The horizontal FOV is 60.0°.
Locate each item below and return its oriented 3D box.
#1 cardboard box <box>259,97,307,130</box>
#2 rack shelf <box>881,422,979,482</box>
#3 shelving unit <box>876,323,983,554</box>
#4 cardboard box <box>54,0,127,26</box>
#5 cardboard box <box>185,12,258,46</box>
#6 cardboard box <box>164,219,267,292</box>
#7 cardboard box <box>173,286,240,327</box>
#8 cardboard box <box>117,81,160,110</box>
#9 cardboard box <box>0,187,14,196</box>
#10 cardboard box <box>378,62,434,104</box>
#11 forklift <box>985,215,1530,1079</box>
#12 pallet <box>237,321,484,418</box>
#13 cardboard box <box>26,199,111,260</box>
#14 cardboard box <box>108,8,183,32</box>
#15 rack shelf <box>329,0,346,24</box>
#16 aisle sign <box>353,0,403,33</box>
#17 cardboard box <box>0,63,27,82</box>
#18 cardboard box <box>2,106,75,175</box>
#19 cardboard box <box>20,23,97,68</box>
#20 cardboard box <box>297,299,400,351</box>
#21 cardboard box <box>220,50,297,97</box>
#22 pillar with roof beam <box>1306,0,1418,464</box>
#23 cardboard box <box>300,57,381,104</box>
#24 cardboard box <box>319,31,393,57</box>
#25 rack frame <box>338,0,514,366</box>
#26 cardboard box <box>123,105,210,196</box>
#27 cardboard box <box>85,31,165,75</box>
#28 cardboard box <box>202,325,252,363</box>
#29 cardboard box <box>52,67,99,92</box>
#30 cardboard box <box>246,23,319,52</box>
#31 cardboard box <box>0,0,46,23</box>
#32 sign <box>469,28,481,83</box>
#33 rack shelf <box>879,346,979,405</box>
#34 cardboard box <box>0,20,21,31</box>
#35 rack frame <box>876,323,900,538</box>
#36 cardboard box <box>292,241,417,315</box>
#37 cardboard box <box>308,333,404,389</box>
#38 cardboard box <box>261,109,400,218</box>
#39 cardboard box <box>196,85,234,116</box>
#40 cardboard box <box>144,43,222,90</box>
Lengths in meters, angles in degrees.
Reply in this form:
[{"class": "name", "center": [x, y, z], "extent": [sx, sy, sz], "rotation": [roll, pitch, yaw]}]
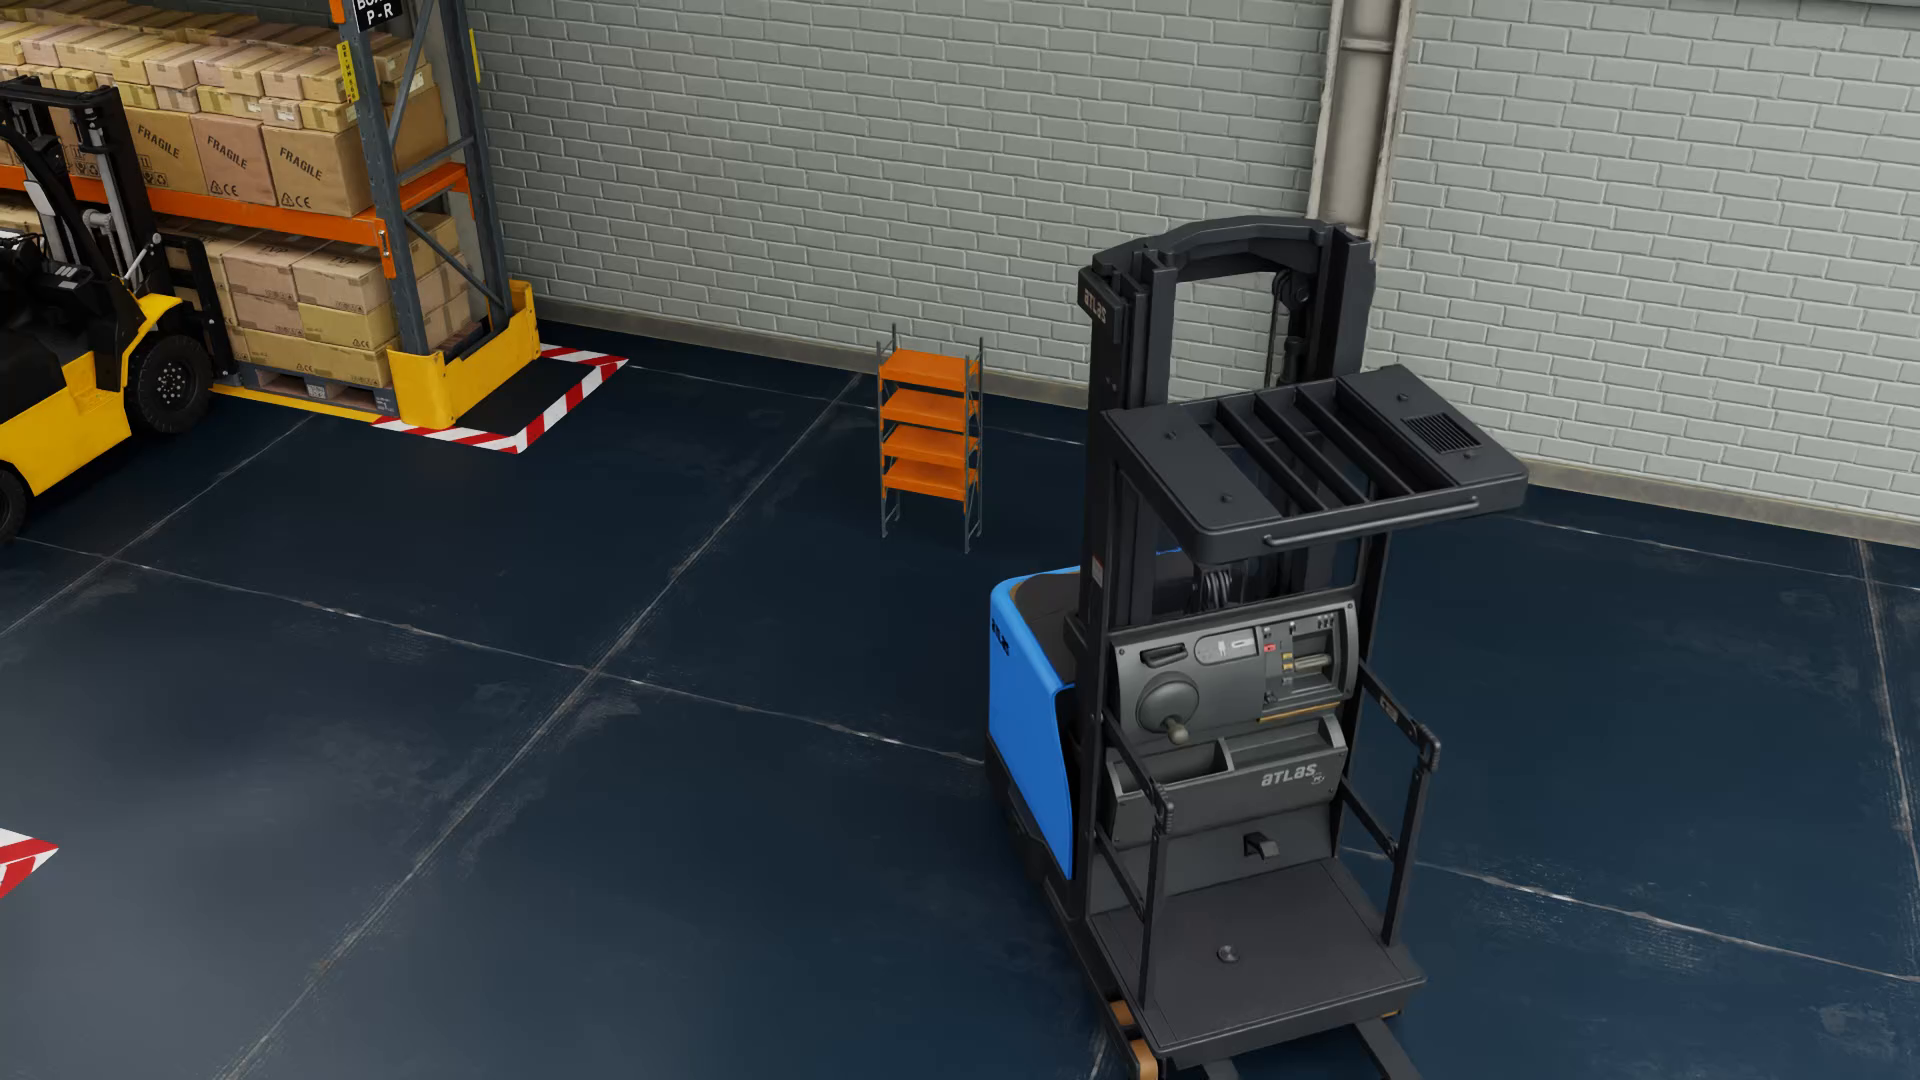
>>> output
[{"class": "cardboard box", "center": [-3.842, -2.531, 9.682], "extent": [0.250, 0.149, 0.380], "rotation": [12, 35, 17]}, {"class": "rack shelf", "center": [-0.156, -0.478, 8.976], "extent": [0.480, 0.148, 0.258], "rotation": [11, 34, 16]}, {"class": "shelving unit", "center": [-0.156, -0.534, 8.939], "extent": [0.503, 1.200, 0.258], "rotation": [11, 34, 16]}, {"class": "cardboard box", "center": [-5.563, -3.352, 10.679], "extent": [0.250, 0.149, 0.380], "rotation": [10, 34, 16]}, {"class": "cardboard box", "center": [-4.601, -3.167, 10.394], "extent": [0.250, 0.149, 0.380], "rotation": [10, 34, 15]}, {"class": "cardboard box", "center": [-4.670, -1.809, 10.480], "extent": [0.500, 0.250, 0.500], "rotation": [11, 35, 17]}, {"class": "cardboard box", "center": [-4.696, -1.606, 10.627], "extent": [0.500, 0.250, 0.500], "rotation": [10, 34, 15]}, {"class": "cardboard box", "center": [-4.807, -2.722, 9.978], "extent": [0.250, 0.149, 0.380], "rotation": [11, 35, 17]}, {"class": "cardboard box", "center": [-6.586, -2.189, 11.069], "extent": [0.500, 0.250, 0.500], "rotation": [10, 34, 16]}, {"class": "cardboard box", "center": [-3.402, -2.774, 10.058], "extent": [0.250, 0.149, 0.380], "rotation": [10, 34, 15]}, {"class": "forklift", "center": [1.052, 0.521, 5.709], "extent": [1.130, 2.935, 3.031], "rotation": [-10, 34, -15]}, {"class": "pallet", "center": [-3.904, -1.212, 10.900], "extent": [1.213, 0.211, 1.003], "rotation": [11, 34, 16]}, {"class": "cardboard box", "center": [-5.636, -2.005, 10.784], "extent": [0.500, 0.250, 0.500], "rotation": [12, 35, 18]}, {"class": "cardboard box", "center": [-5.111, -3.219, 10.473], "extent": [0.250, 0.149, 0.380], "rotation": [12, 35, 18]}, {"class": "rack shelf", "center": [-5.053, -3.588, 9.908], "extent": [4.000, 0.370, 1.077], "rotation": [11, 34, 16]}, {"class": "aisle sign", "center": [-3.208, -3.195, 9.004], "extent": [0.004, 0.787, 0.394], "rotation": [11, 34, 16]}, {"class": "cardboard box", "center": [-5.772, -2.906, 10.264], "extent": [0.250, 0.149, 0.380], "rotation": [11, 34, 16]}, {"class": "cardboard box", "center": [-5.633, -2.645, 10.457], "extent": [0.500, 0.500, 0.500], "rotation": [11, 34, 16]}, {"class": "cardboard box", "center": [-5.497, -3.031, 10.182], "extent": [0.250, 0.149, 0.380], "rotation": [11, 34, 16]}, {"class": "cardboard box", "center": [-3.734, -1.425, 10.347], "extent": [0.500, 0.250, 0.500], "rotation": [11, 34, 16]}, {"class": "cardboard box", "center": [-4.077, -2.725, 9.709], "extent": [0.250, 0.149, 0.380], "rotation": [12, 35, 18]}, {"class": "pillar with roof beam", "center": [0.674, -2.076, 4.138], "extent": [0.400, 9.000, 9.100], "rotation": [11, 34, 16]}, {"class": "cardboard box", "center": [-3.579, -2.662, 9.611], "extent": [0.250, 0.149, 0.380], "rotation": [11, 34, 17]}, {"class": "cardboard box", "center": [-3.644, -2.955, 10.065], "extent": [0.250, 0.149, 0.380], "rotation": [12, 35, 18]}, {"class": "rack frame", "center": [-3.170, -2.264, 9.960], "extent": [0.127, 3.000, 1.000], "rotation": [11, 34, 16]}, {"class": "cardboard box", "center": [-4.690, -2.456, 10.164], "extent": [0.500, 0.500, 0.500], "rotation": [10, 34, 16]}, {"class": "cardboard box", "center": [-5.025, -2.940, 10.041], "extent": [0.250, 0.149, 0.380], "rotation": [12, 35, 17]}, {"class": "cardboard box", "center": [-4.652, -1.402, 10.773], "extent": [0.500, 0.250, 0.500], "rotation": [11, 35, 17]}, {"class": "cardboard box", "center": [-5.276, -2.825, 10.138], "extent": [0.250, 0.149, 0.380], "rotation": [10, 34, 15]}, {"class": "cardboard box", "center": [-4.131, -3.034, 10.187], "extent": [0.250, 0.149, 0.380], "rotation": [11, 35, 17]}, {"class": "cardboard box", "center": [-6.058, -3.423, 10.790], "extent": [0.250, 0.149, 0.380], "rotation": [11, 34, 16]}, {"class": "sign", "center": [-2.978, -2.944, 10.141], "extent": [0.005, 0.325, 0.100], "rotation": [11, 34, 16]}, {"class": "rack shelf", "center": [-0.156, -0.864, 8.726], "extent": [0.480, 0.148, 0.258], "rotation": [11, 34, 16]}, {"class": "cardboard box", "center": [-6.008, -3.083, 10.263], "extent": [0.250, 0.149, 0.380], "rotation": [12, 35, 18]}, {"class": "rack frame", "center": [-0.386, -0.579, 9.009], "extent": [0.015, 1.200, 0.240], "rotation": [11, 34, 16]}, {"class": "cardboard box", "center": [-3.709, -1.631, 10.204], "extent": [0.500, 0.250, 0.500], "rotation": [12, 35, 18]}, {"class": "cardboard box", "center": [-3.719, -1.210, 10.475], "extent": [0.500, 0.250, 0.500], "rotation": [11, 35, 17]}, {"class": "cardboard box", "center": [-3.722, -2.262, 9.865], "extent": [0.500, 0.500, 0.500], "rotation": [10, 34, 15]}, {"class": "cardboard box", "center": [-4.295, -2.661, 9.884], "extent": [0.250, 0.149, 0.380], "rotation": [11, 34, 16]}, {"class": "cardboard box", "center": [-4.569, -2.800, 9.825], "extent": [0.250, 0.149, 0.380], "rotation": [12, 35, 18]}]
